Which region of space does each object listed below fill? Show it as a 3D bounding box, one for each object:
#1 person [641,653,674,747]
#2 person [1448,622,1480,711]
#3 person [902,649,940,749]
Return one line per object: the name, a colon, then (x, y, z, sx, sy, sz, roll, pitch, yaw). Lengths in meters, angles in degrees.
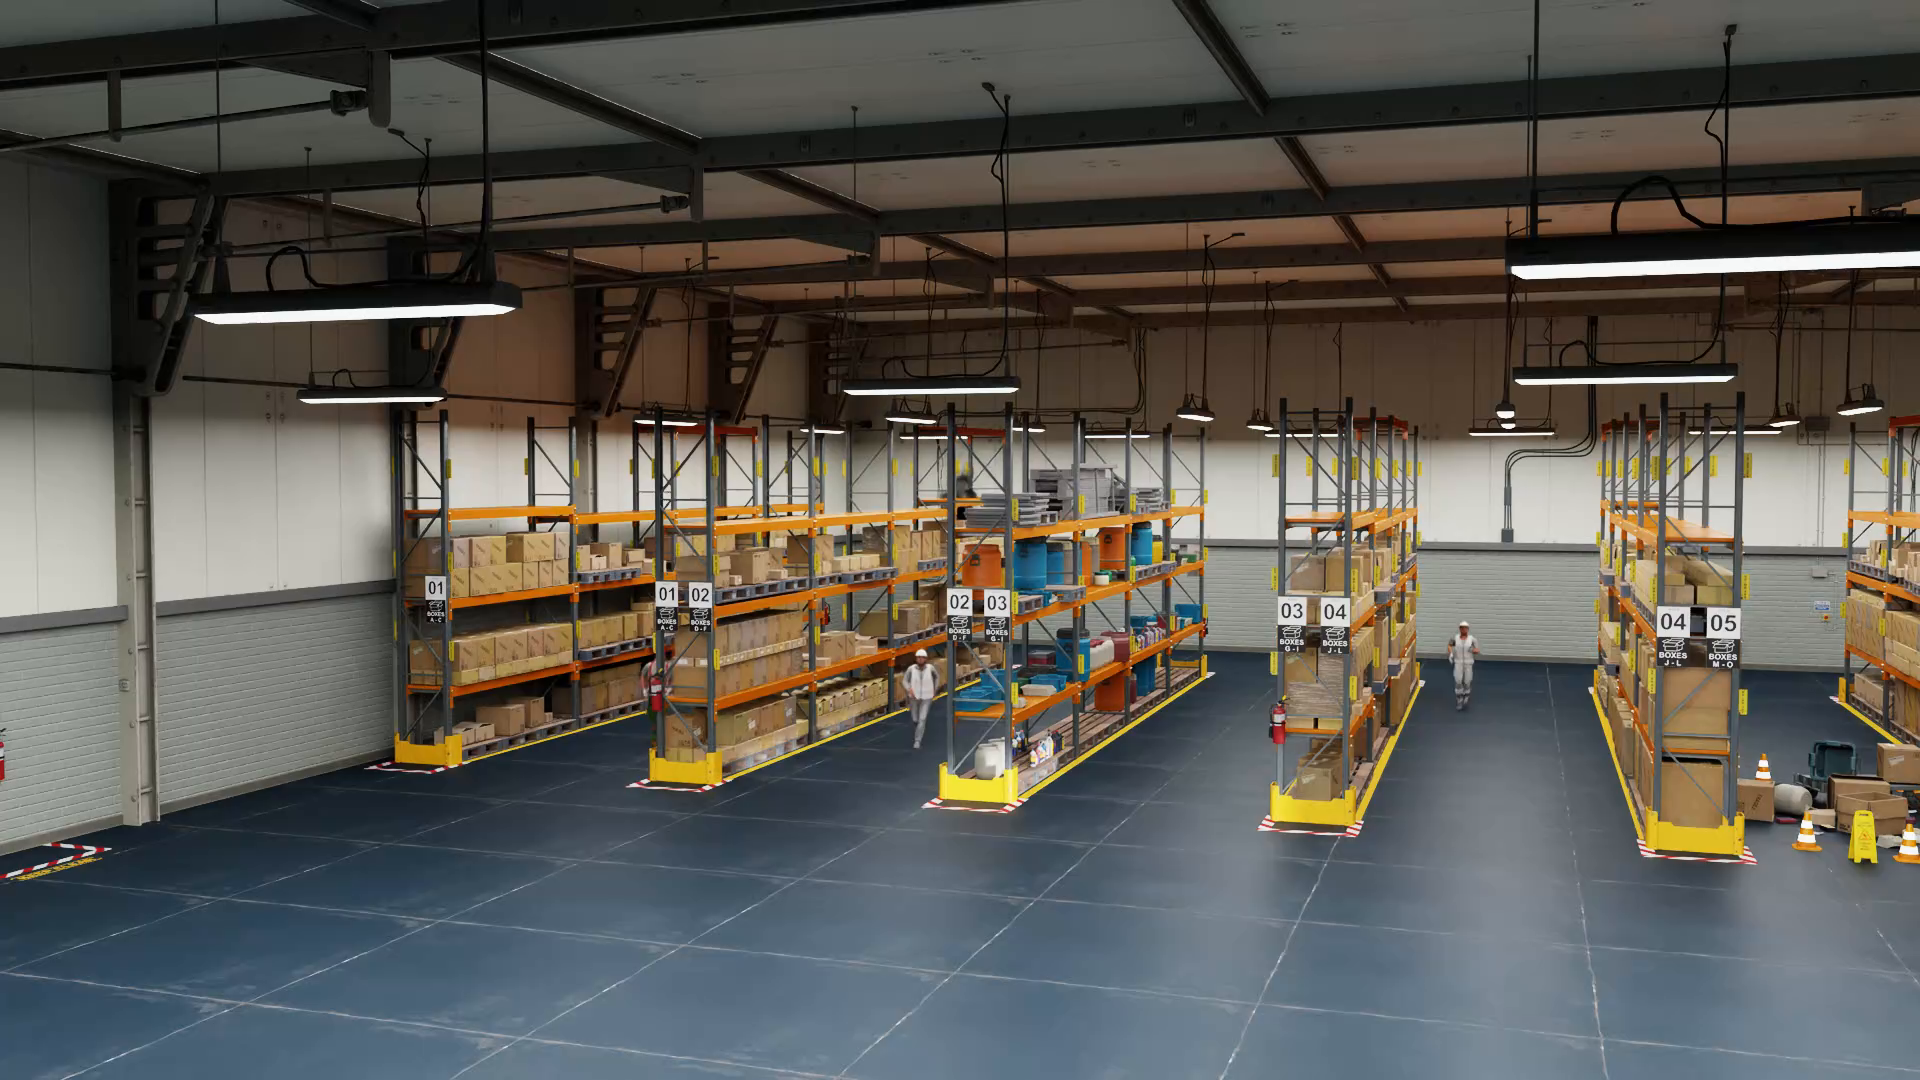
person: (-5.487, 2.847, 30.361, 0.662, 1.759, 0.895, 0, 2, 4)
person: (10.481, 2.622, 34.615, 0.631, 1.842, 0.734, 1, 3, 15)
person: (-0.702, 2.848, 30.089, 0.684, 1.764, 0.878, 0, 2, 1)
